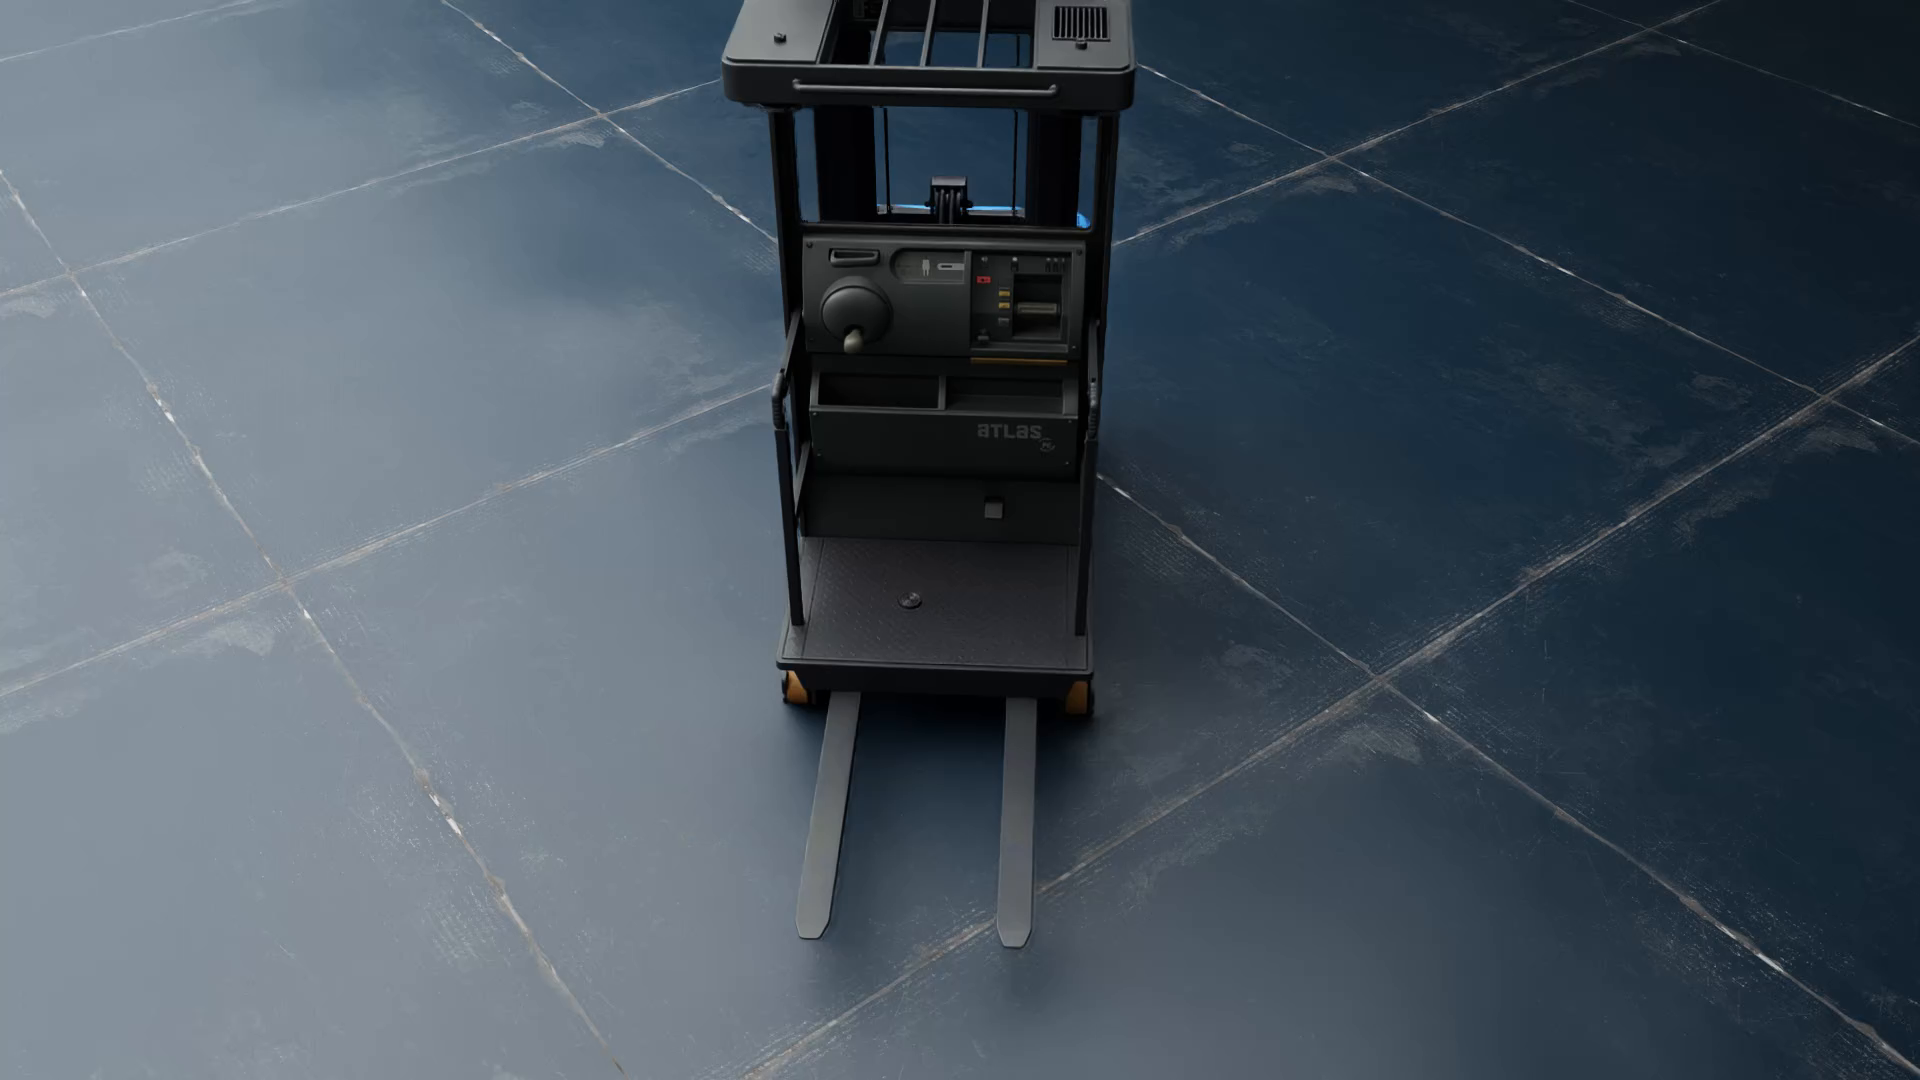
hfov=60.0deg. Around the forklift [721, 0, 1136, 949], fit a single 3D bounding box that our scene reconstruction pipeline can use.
[{"bbox_3d":[-0.063,-0.698,5.340,1.129,2.867,3.031,2,39,2],"label":"forklift"}]
